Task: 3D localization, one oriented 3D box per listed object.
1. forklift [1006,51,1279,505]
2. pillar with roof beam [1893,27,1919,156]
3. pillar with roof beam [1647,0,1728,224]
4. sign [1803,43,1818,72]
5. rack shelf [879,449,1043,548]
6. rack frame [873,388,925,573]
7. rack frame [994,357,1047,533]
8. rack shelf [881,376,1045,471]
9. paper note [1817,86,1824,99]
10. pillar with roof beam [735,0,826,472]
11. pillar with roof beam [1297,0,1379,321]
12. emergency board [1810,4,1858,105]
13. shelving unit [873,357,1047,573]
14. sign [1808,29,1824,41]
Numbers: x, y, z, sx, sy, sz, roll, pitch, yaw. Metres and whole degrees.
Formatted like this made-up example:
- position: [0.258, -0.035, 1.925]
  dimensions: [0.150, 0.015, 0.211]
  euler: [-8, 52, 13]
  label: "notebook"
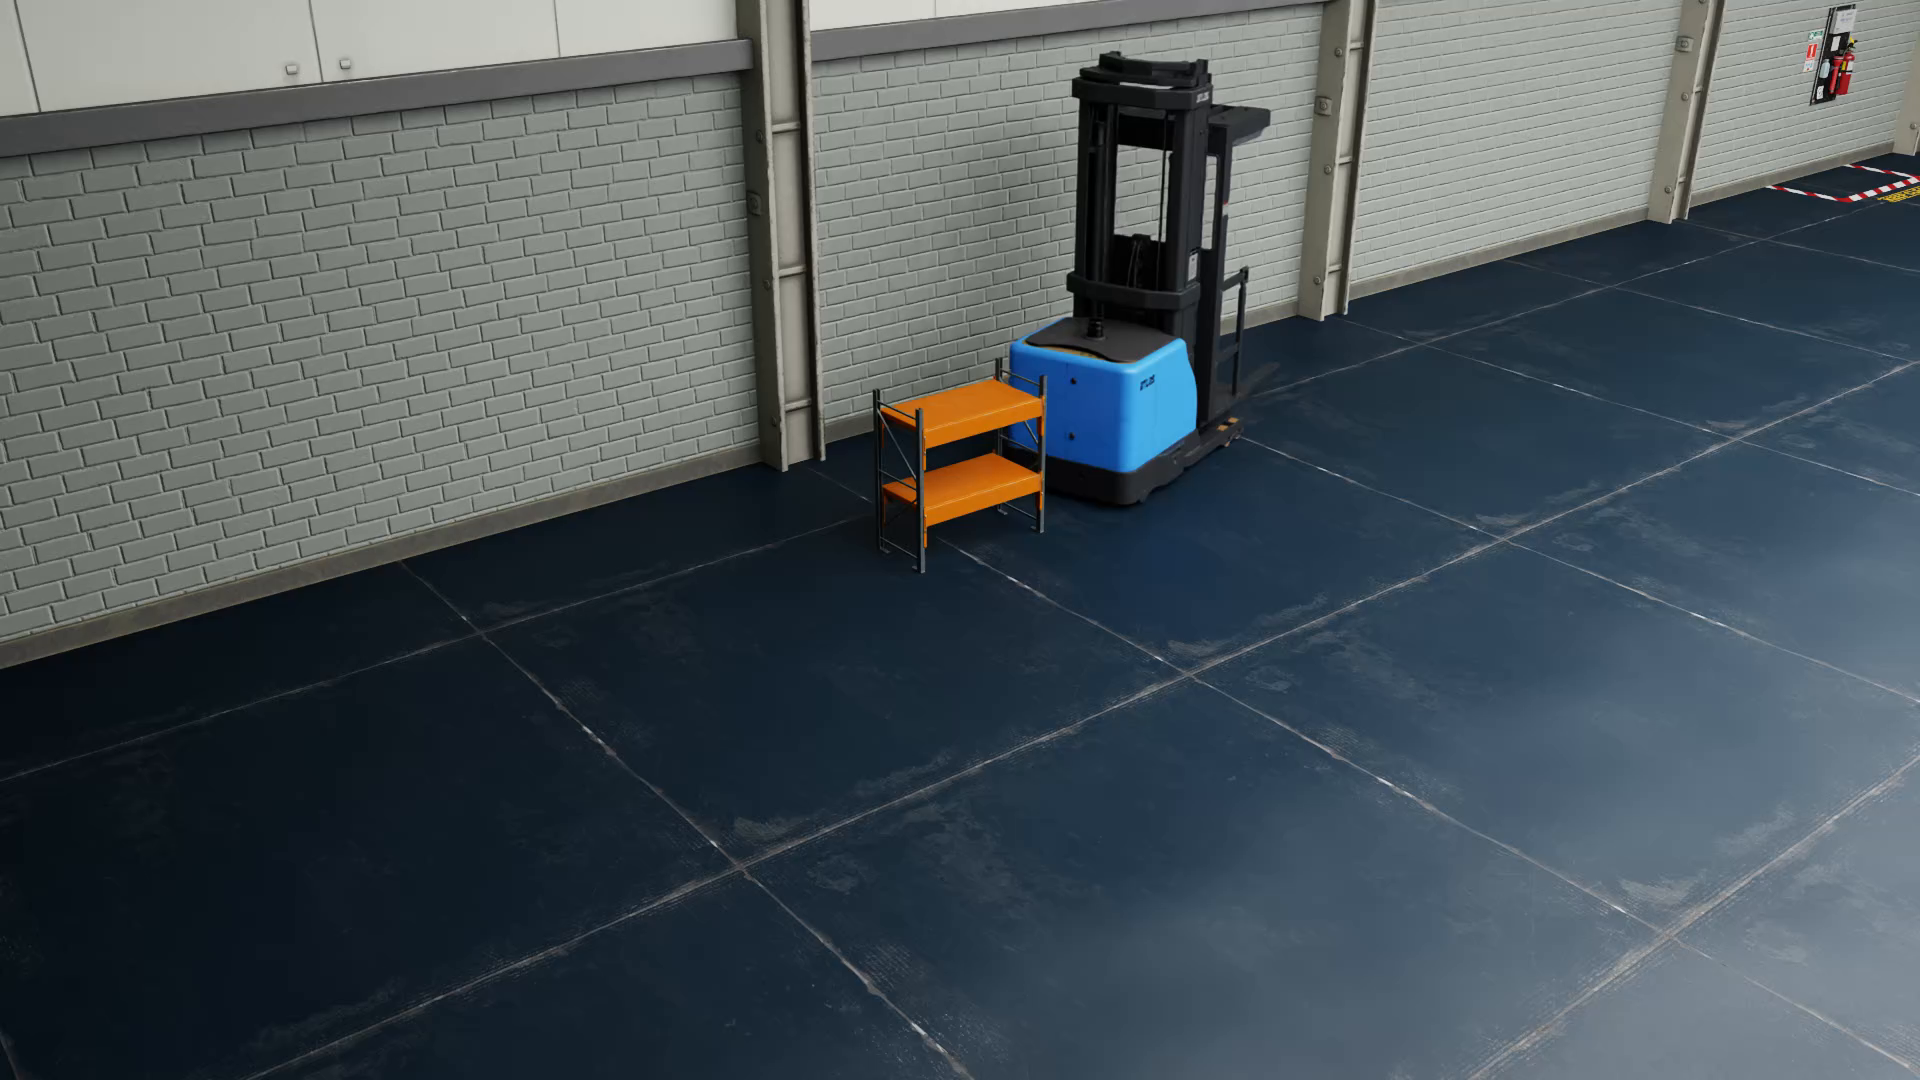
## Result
- position: [1.561, -2.145, 12.391]
  dimensions: [1.130, 2.935, 3.031]
  euler: [15, 29, 30]
  label: "forklift"
- position: [15.561, -7.940, 17.668]
  dimensions: [0.400, 9.000, 9.100]
  euler: [-18, 31, -34]
  label: "pillar with roof beam"
- position: [10.839, -6.381, 14.310]
  dimensions: [0.400, 9.000, 9.100]
  euler: [-18, 31, -34]
  label: "pillar with roof beam"
- position: [10.437, -5.922, 20.404]
  dimensions: [0.234, 0.329, 0.001]
  euler: [-18, 31, -34]
  label: "sign"
- position: [0.005, -0.290, 11.120]
  dimensions: [1.000, 0.278, 0.538]
  euler: [-18, 31, -34]
  label: "rack shelf"
- position: [-0.395, -0.380, 10.732]
  dimensions: [0.032, 1.125, 0.500]
  euler: [-18, 31, -34]
  label: "rack frame"
- position: [0.405, -0.644, 11.302]
  dimensions: [0.032, 1.125, 0.500]
  euler: [-18, 31, -34]
  label: "rack frame"
- position: [0.005, -0.777, 10.894]
  dimensions: [1.000, 0.278, 0.538]
  euler: [-18, 31, -34]
  label: "rack shelf"
- position: [10.754, -5.593, 20.783]
  dimensions: [0.142, 0.148, 0.016]
  euler: [-18, 31, -34]
  label: "paper note"
- position: [1.396, -3.264, 7.593]
  dimensions: [0.400, 9.000, 9.100]
  euler: [-18, 31, -34]
  label: "pillar with roof beam"
- position: [6.118, -4.822, 10.951]
  dimensions: [0.400, 9.000, 9.100]
  euler: [-18, 31, -34]
  label: "pillar with roof beam"
- position: [10.936, -6.015, 20.648]
  dimensions: [0.643, 1.169, 0.194]
  euler: [-18, 31, -34]
  label: "emergency board"
- position: [0.005, -0.512, 11.017]
  dimensions: [1.048, 1.125, 0.538]
  euler: [-18, 31, -34]
  label: "shelving unit"
- position: [10.446, -6.161, 20.289]
  dimensions: [0.331, 0.109, 0.001]
  euler: [-18, 31, -34]
  label: "sign"
